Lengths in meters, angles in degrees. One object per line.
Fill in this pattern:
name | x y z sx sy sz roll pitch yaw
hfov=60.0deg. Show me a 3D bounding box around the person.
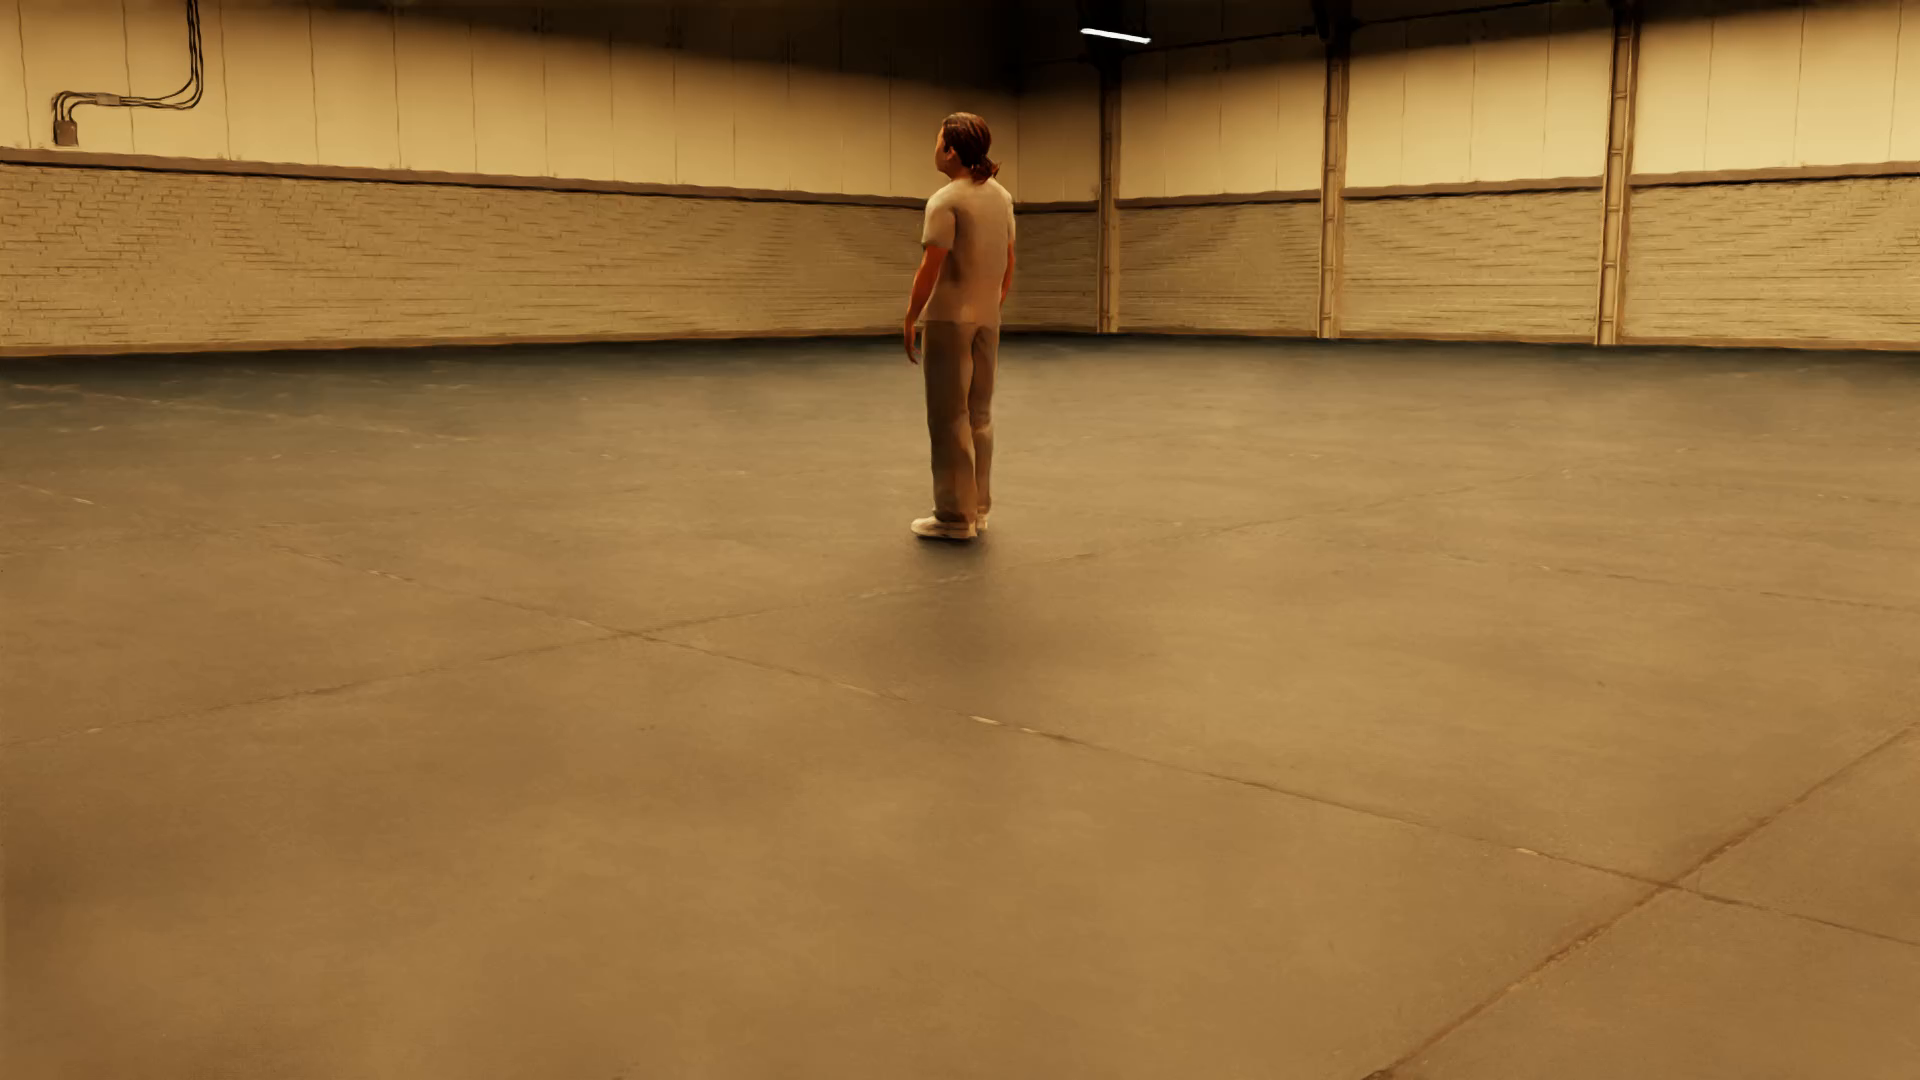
person | -0.044 -0.845 6.652 0.548 1.674 0.550 8 12 43
